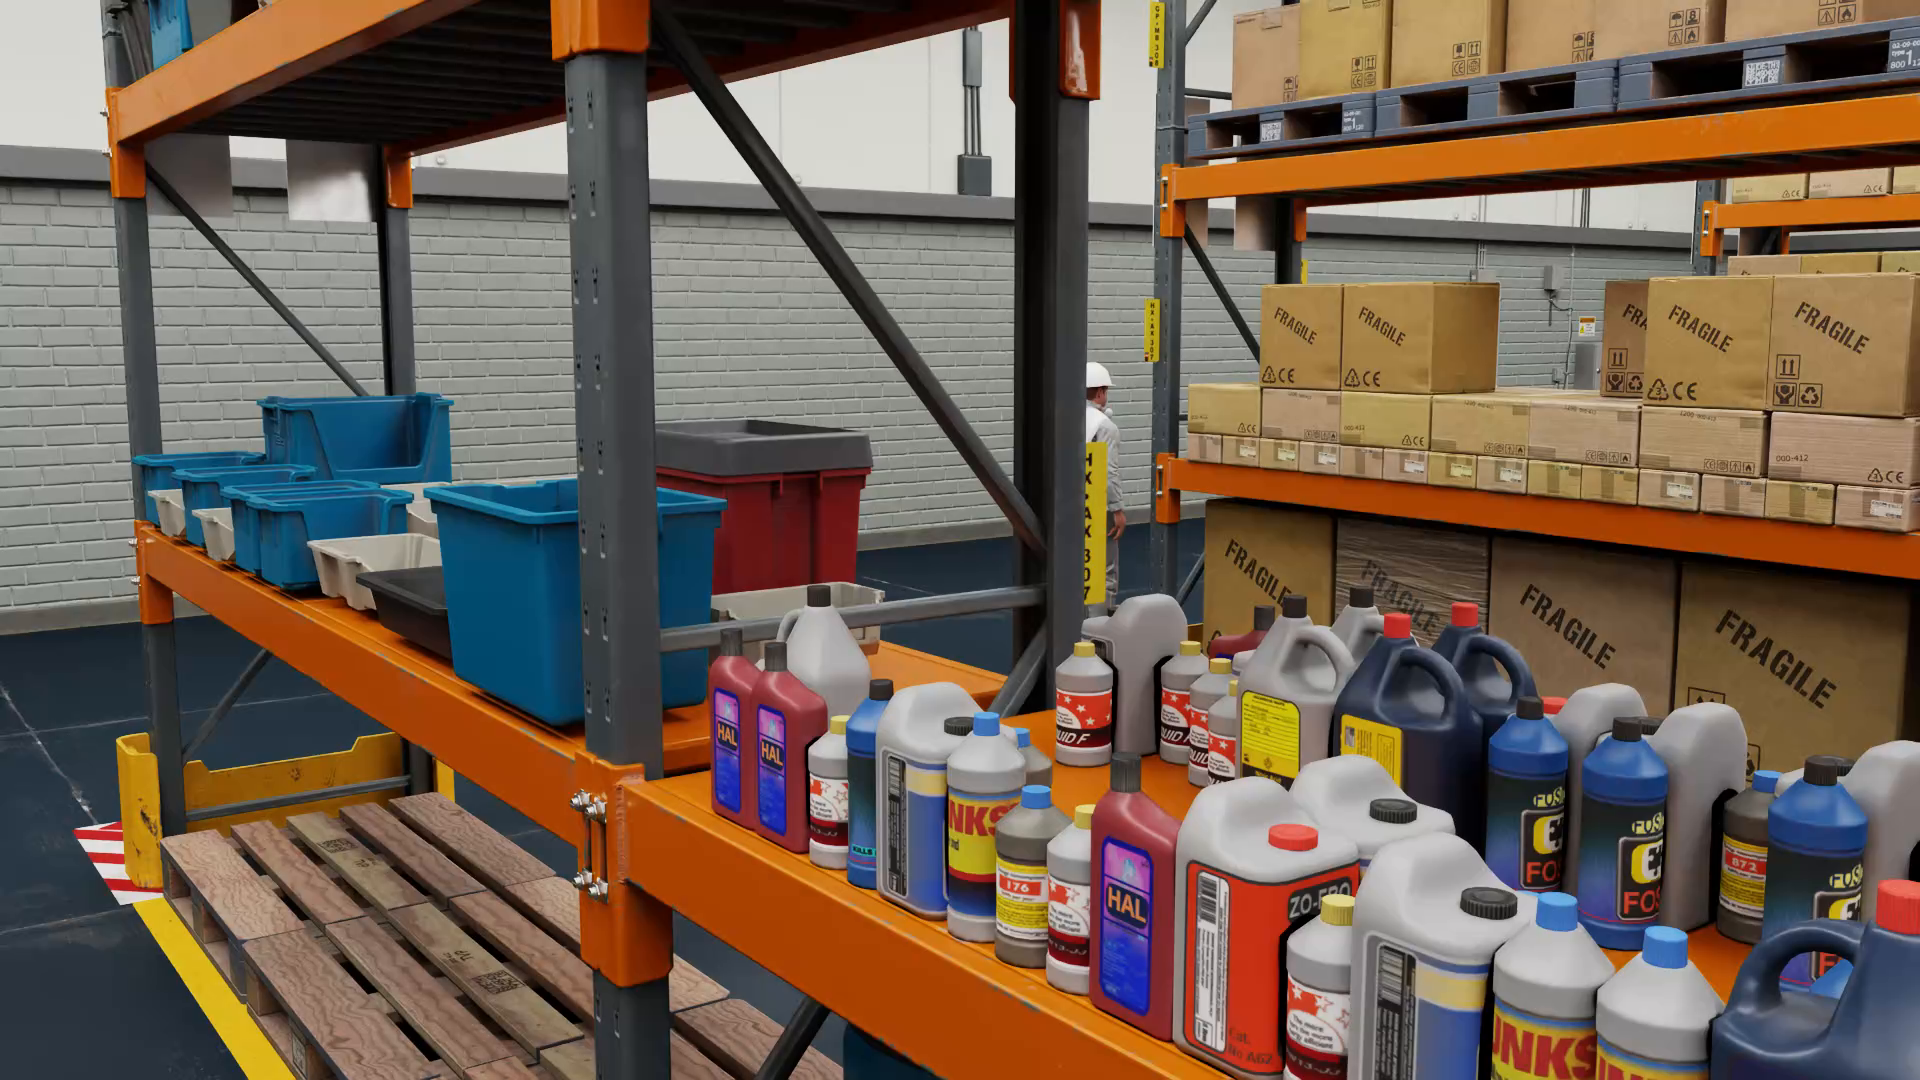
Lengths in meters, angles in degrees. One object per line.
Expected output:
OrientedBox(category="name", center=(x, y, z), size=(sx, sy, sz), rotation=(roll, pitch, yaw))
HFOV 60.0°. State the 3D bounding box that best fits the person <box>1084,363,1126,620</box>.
OrientedBox(category="person", center=(0.765, -0.178, 10.019), size=(0.476, 1.770, 0.586), rotation=(-6, 10, -39))
